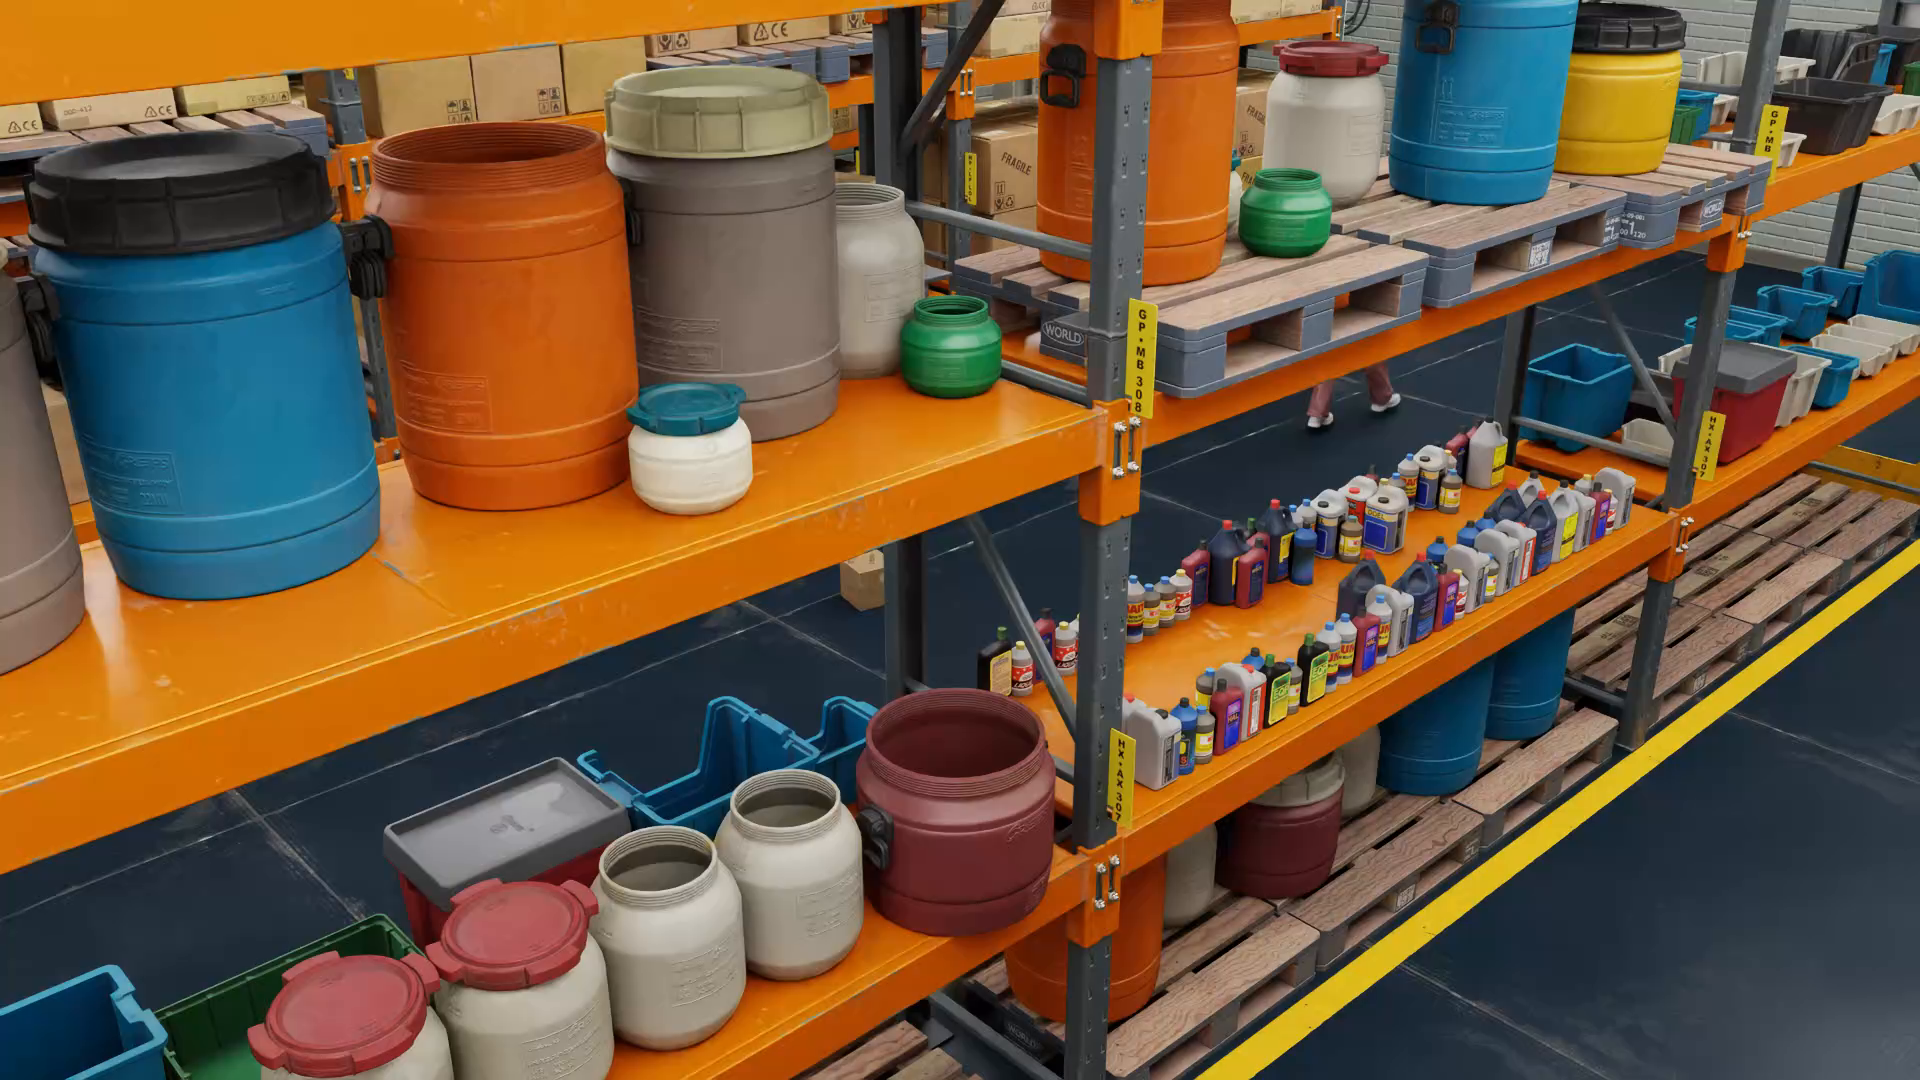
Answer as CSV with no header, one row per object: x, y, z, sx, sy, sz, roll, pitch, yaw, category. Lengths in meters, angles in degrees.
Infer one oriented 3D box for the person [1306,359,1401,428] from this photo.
2.950,-1.682,12.287,0.445,1.610,1.000,22,32,39,person
